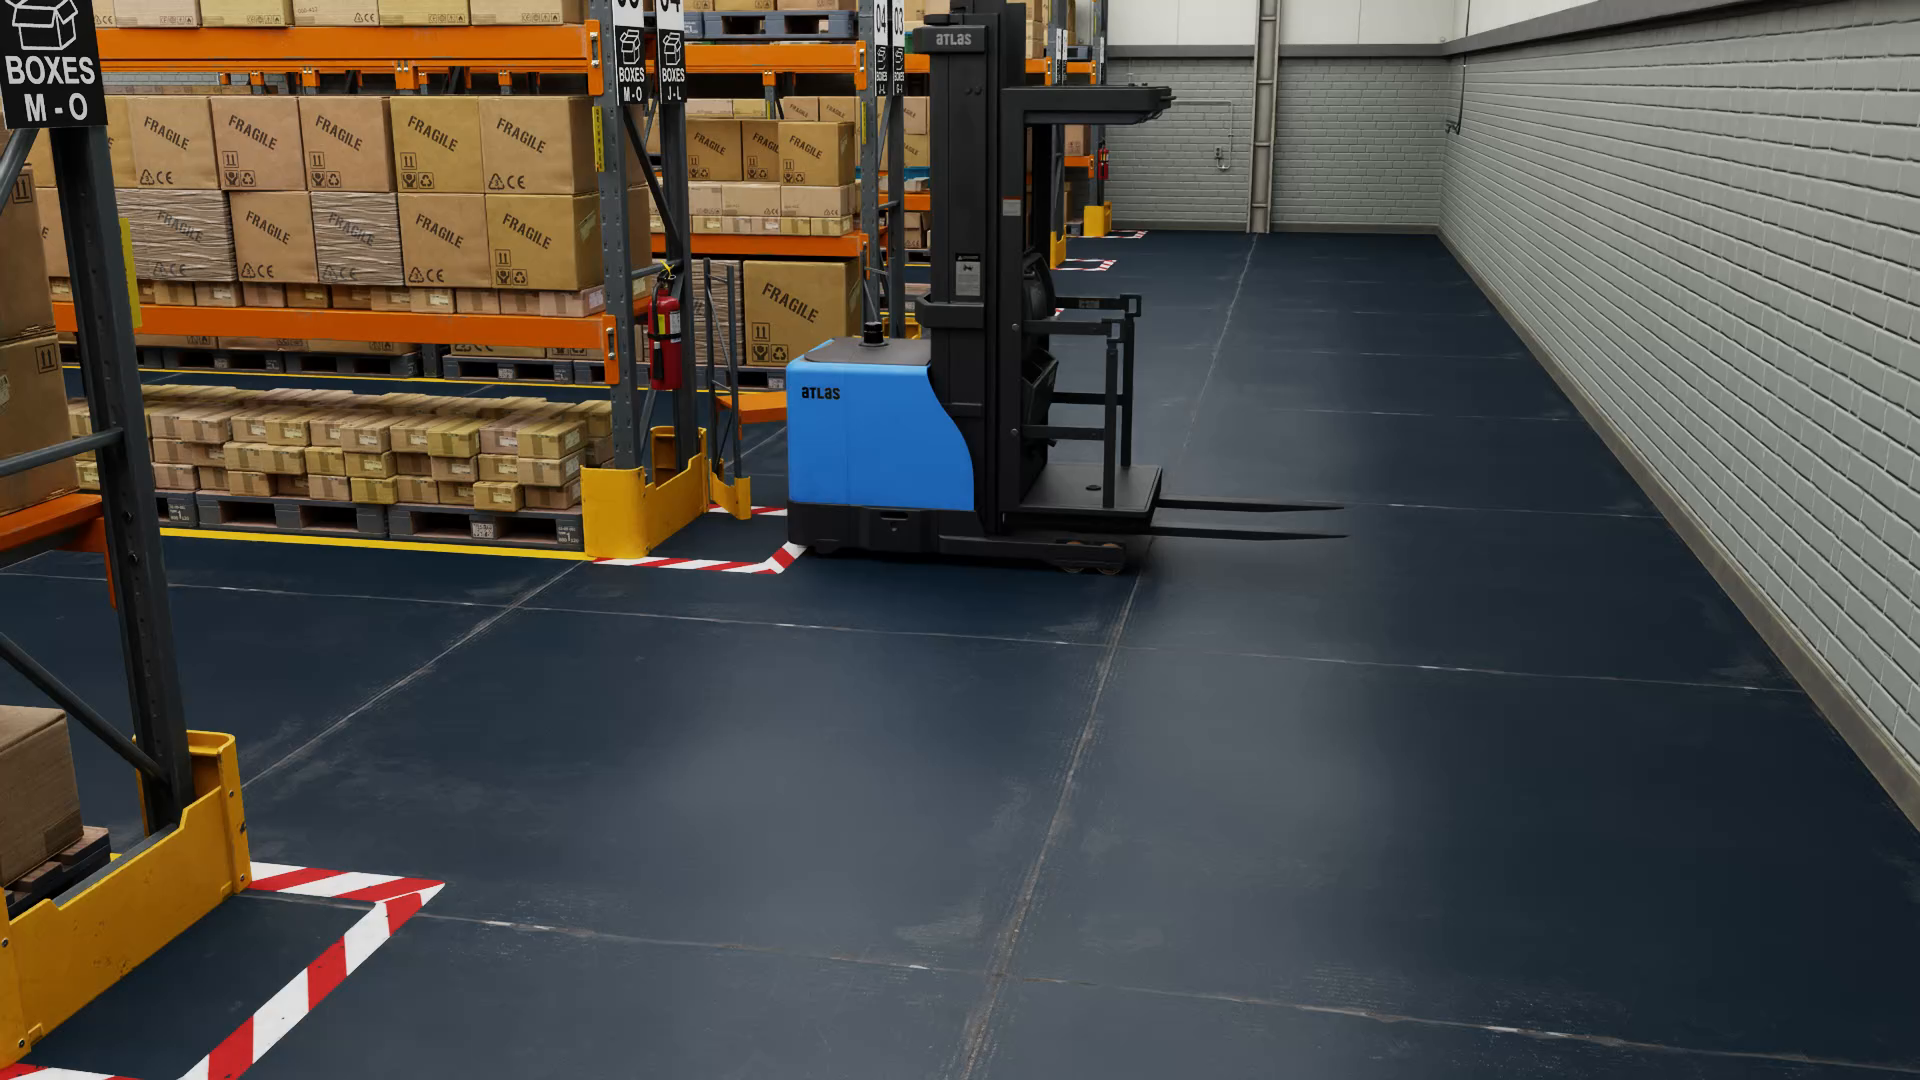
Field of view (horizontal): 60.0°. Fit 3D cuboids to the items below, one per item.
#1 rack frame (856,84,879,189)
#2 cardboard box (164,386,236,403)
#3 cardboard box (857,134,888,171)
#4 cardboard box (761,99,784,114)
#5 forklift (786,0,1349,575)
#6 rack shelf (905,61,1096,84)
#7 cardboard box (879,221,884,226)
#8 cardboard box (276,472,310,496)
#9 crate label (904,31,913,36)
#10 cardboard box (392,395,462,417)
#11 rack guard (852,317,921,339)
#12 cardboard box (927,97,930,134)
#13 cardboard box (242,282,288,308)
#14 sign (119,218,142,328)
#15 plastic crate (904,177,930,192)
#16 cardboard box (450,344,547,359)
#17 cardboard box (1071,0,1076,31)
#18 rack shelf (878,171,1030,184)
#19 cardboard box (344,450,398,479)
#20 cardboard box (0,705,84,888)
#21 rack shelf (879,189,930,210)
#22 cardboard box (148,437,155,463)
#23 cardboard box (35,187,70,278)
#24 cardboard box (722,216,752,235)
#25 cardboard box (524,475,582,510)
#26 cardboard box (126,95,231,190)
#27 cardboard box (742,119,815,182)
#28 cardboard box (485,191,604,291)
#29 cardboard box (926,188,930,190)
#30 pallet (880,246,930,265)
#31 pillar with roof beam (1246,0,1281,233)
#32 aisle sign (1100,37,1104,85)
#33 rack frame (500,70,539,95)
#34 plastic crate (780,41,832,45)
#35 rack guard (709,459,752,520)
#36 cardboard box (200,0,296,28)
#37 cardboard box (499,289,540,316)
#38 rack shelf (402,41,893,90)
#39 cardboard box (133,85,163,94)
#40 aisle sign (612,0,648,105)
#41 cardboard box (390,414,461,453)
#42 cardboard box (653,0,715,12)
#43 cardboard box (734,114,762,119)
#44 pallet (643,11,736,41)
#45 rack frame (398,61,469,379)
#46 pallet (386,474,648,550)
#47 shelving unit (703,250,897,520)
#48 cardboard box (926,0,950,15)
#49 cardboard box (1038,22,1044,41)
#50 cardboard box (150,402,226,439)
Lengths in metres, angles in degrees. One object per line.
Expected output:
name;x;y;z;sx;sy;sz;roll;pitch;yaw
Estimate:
rack frame;-1.599;-6.886;28.732;0.127;3.000;1.000;3;16;11
cardboard box;-4.743;-0.856;10.403;0.250;0.149;0.380;3;16;11
cardboard box;-1.145;-5.486;23.491;0.500;0.500;0.500;3;16;11
cardboard box;-3.106;-7.463;28.629;0.500;0.250;0.500;3;16;12
forklift;0.614;-1.381;8.988;3.031;2.935;1.130;3;16;10
rack shelf;0.361;-7.878;28.043;4.000;0.370;1.077;3;16;11
cardboard box;-1.232;-4.510;24.367;0.500;0.311;0.500;3;16;11
cardboard box;-3.802;-0.379;9.796;0.250;0.149;0.380;4;16;13
crate label;-0.493;-5.589;18.709;0.502;0.251;0.408;3;16;11
cardboard box;-3.218;-0.764;10.072;0.250;0.149;0.380;4;16;13
rack guard;-0.617;-1.580;14.259;0.348;0.500;1.175;3;16;11
cardboard box;-0.157;-5.912;23.155;0.500;0.500;0.500;4;16;13
cardboard box;-3.863;-1.425;9.489;0.250;0.149;0.380;4;16;13
sign;-2.498;-0.794;4.968;0.005;0.325;0.100;3;16;11
plastic crate;-0.488;-3.979;18.620;0.243;0.136;0.396;3;16;11
cardboard box;-3.929;-2.121;14.723;0.875;0.875;0.875;3;16;11
cardboard box;1.654;-8.760;27.782;0.500;0.500;0.500;2;16;9
rack shelf;-0.622;-5.137;23.765;4.000;0.370;1.077;3;16;11
cardboard box;-3.321;-0.470;9.567;0.250;0.149;0.380;3;16;12
cardboard box;-3.282;0.830;4.889;0.875;0.438;0.875;3;16;9
rack shelf;-1.613;-3.841;19.088;4.000;0.370;1.077;3;16;11
cardboard box;-4.844;-0.582;9.970;0.250;0.149;0.380;3;16;11
cardboard box;-5.212;-1.806;9.647;0.500;0.500;0.500;3;16;10
cardboard box;-1.801;-2.638;13.868;0.250;0.149;0.380;3;16;12
cardboard box;-2.285;-0.296;9.494;0.250;0.149;0.380;3;16;12
cardboard box;-4.255;-2.234;9.319;0.500;0.500;0.500;3;16;12
cardboard box;-1.547;-3.341;14.253;0.500;0.500;0.500;3;16;10
cardboard box;-2.219;-1.642;9.055;0.500;0.500;0.500;3;16;12
cardboard box;-0.587;-6.064;28.444;0.250;0.149;0.380;4;16;13
pallet;-0.710;-4.145;24.060;1.213;0.211;1.003;3;16;11
pillar with roof beam;4.282;-8.521;23.395;0.400;9.000;9.100;3;16;11
aisle sign;2.332;-7.844;27.319;0.004;0.787;0.394;3;16;11
rack frame;-6.502;-5.803;24.821;0.127;3.000;1.000;3;16;11
plastic crate;-1.727;-5.445;18.405;0.530;0.136;0.437;3;16;11
rack guard;-1.406;-0.315;10.161;0.087;0.250;0.587;-7;17;-25
cardboard box;-3.736;-2.900;9.005;0.500;0.250;0.500;4;16;14
cardboard box;-2.340;-1.339;9.178;0.250;0.149;0.380;3;16;11
rack shelf;-2.600;-3.991;14.010;4.000;0.370;1.077;3;16;11
cardboard box;-12.333;-6.791;25.771;0.500;0.500;0.700;3;16;11
aisle sign;-1.716;-2.664;8.621;0.004;0.787;0.394;3;16;11
cardboard box;-3.052;-0.610;9.515;0.250;0.149;0.380;2;16;9
cardboard box;-2.204;-4.620;13.771;0.500;0.500;0.700;2;16;7
cardboard box;-3.584;-7.124;28.811;0.500;0.500;0.500;4;16;13
pallet;-2.568;-4.290;13.906;1.213;0.211;1.003;3;16;11
rack frame;-4.560;-2.999;14.698;0.127;3.000;1.000;3;16;11
pallet;-2.591;-0.206;9.842;1.213;0.211;1.003;3;16;11
shelving unit;-0.957;-0.975;10.201;1.083;1.500;0.587;-7;17;-25
cardboard box;-0.153;-7.423;22.991;0.500;0.500;0.700;3;16;11
cardboard box;0.886;-7.087;23.182;0.500;0.250;0.500;3;16;11
cardboard box;-4.575;-0.710;9.877;0.250;0.149;0.380;3;16;10
